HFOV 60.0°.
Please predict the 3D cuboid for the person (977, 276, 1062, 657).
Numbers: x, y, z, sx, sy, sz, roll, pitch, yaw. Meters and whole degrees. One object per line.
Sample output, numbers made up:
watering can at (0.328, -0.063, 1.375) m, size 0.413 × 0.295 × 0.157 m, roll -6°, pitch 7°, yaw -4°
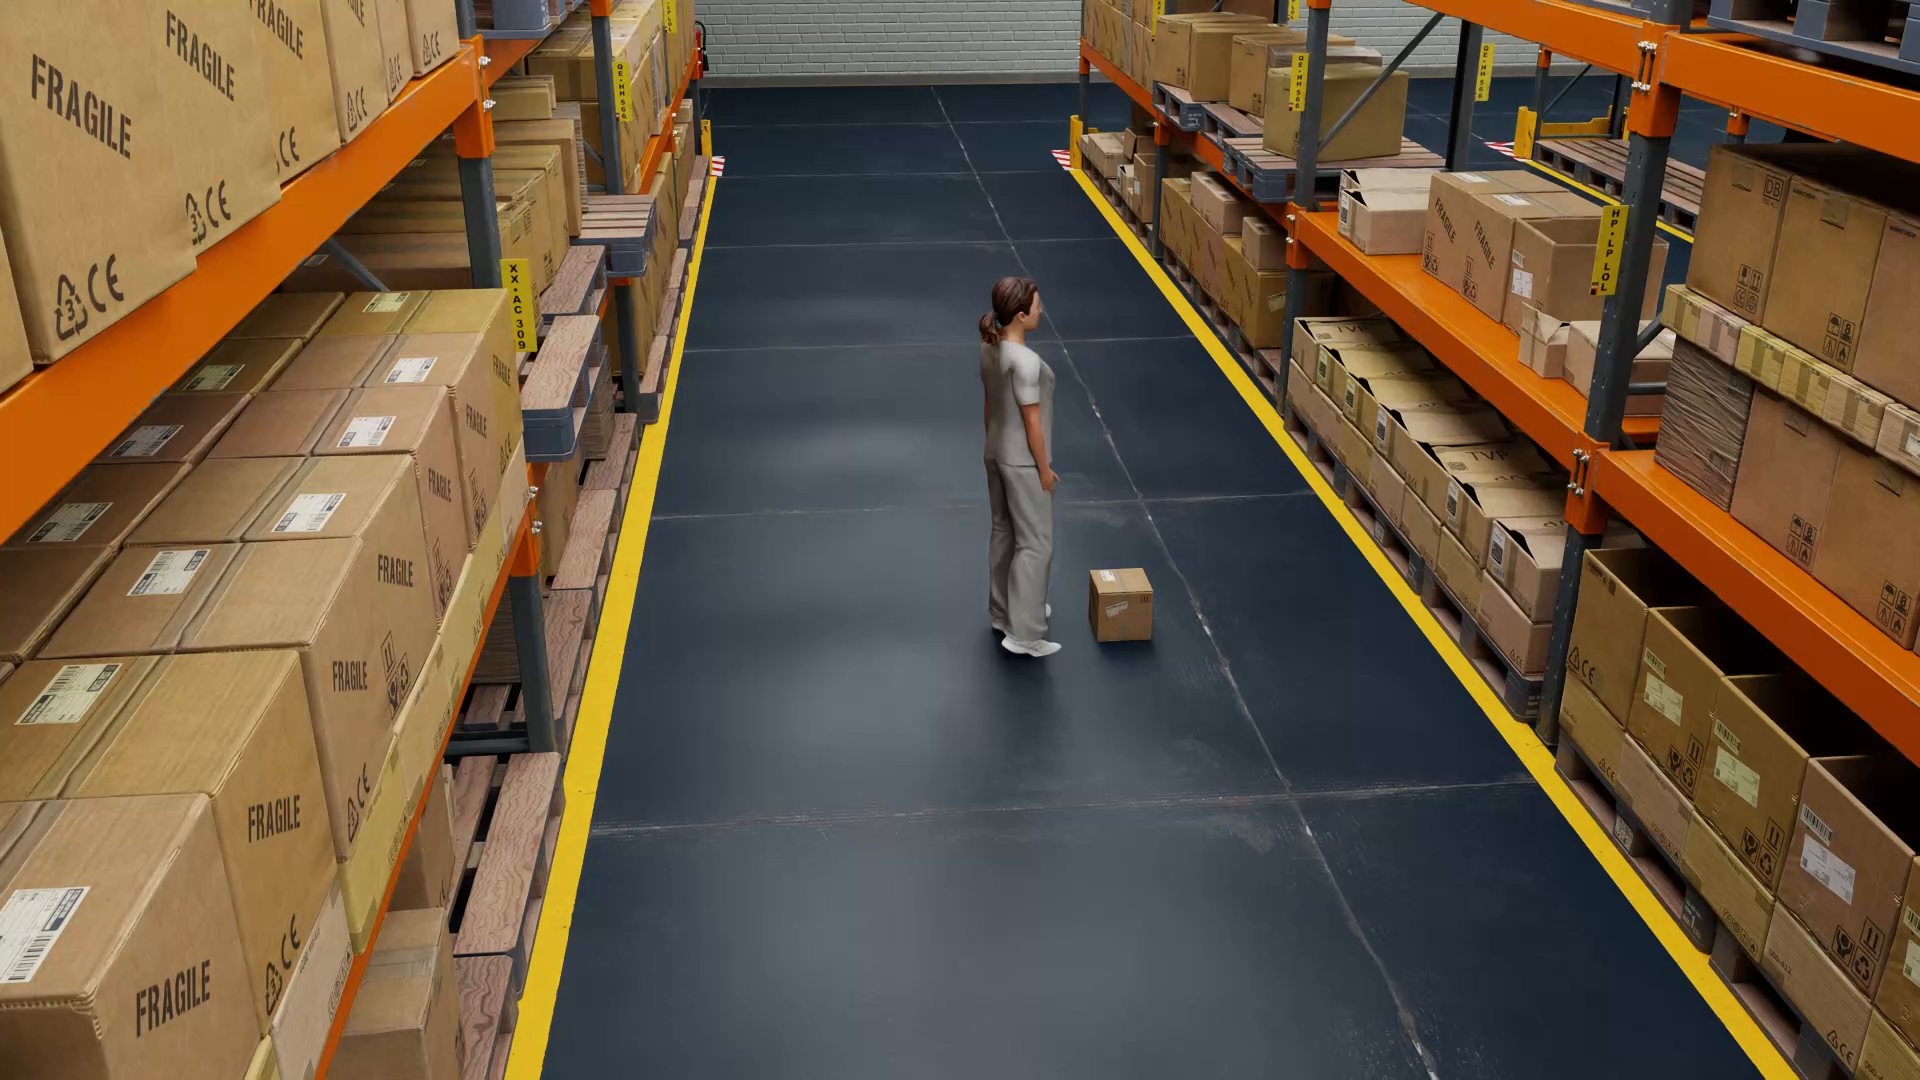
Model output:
person at (0.277, -0.323, 7.354) m, size 0.407 × 1.712 × 0.522 m, roll -9°, pitch 25°, yaw -20°
